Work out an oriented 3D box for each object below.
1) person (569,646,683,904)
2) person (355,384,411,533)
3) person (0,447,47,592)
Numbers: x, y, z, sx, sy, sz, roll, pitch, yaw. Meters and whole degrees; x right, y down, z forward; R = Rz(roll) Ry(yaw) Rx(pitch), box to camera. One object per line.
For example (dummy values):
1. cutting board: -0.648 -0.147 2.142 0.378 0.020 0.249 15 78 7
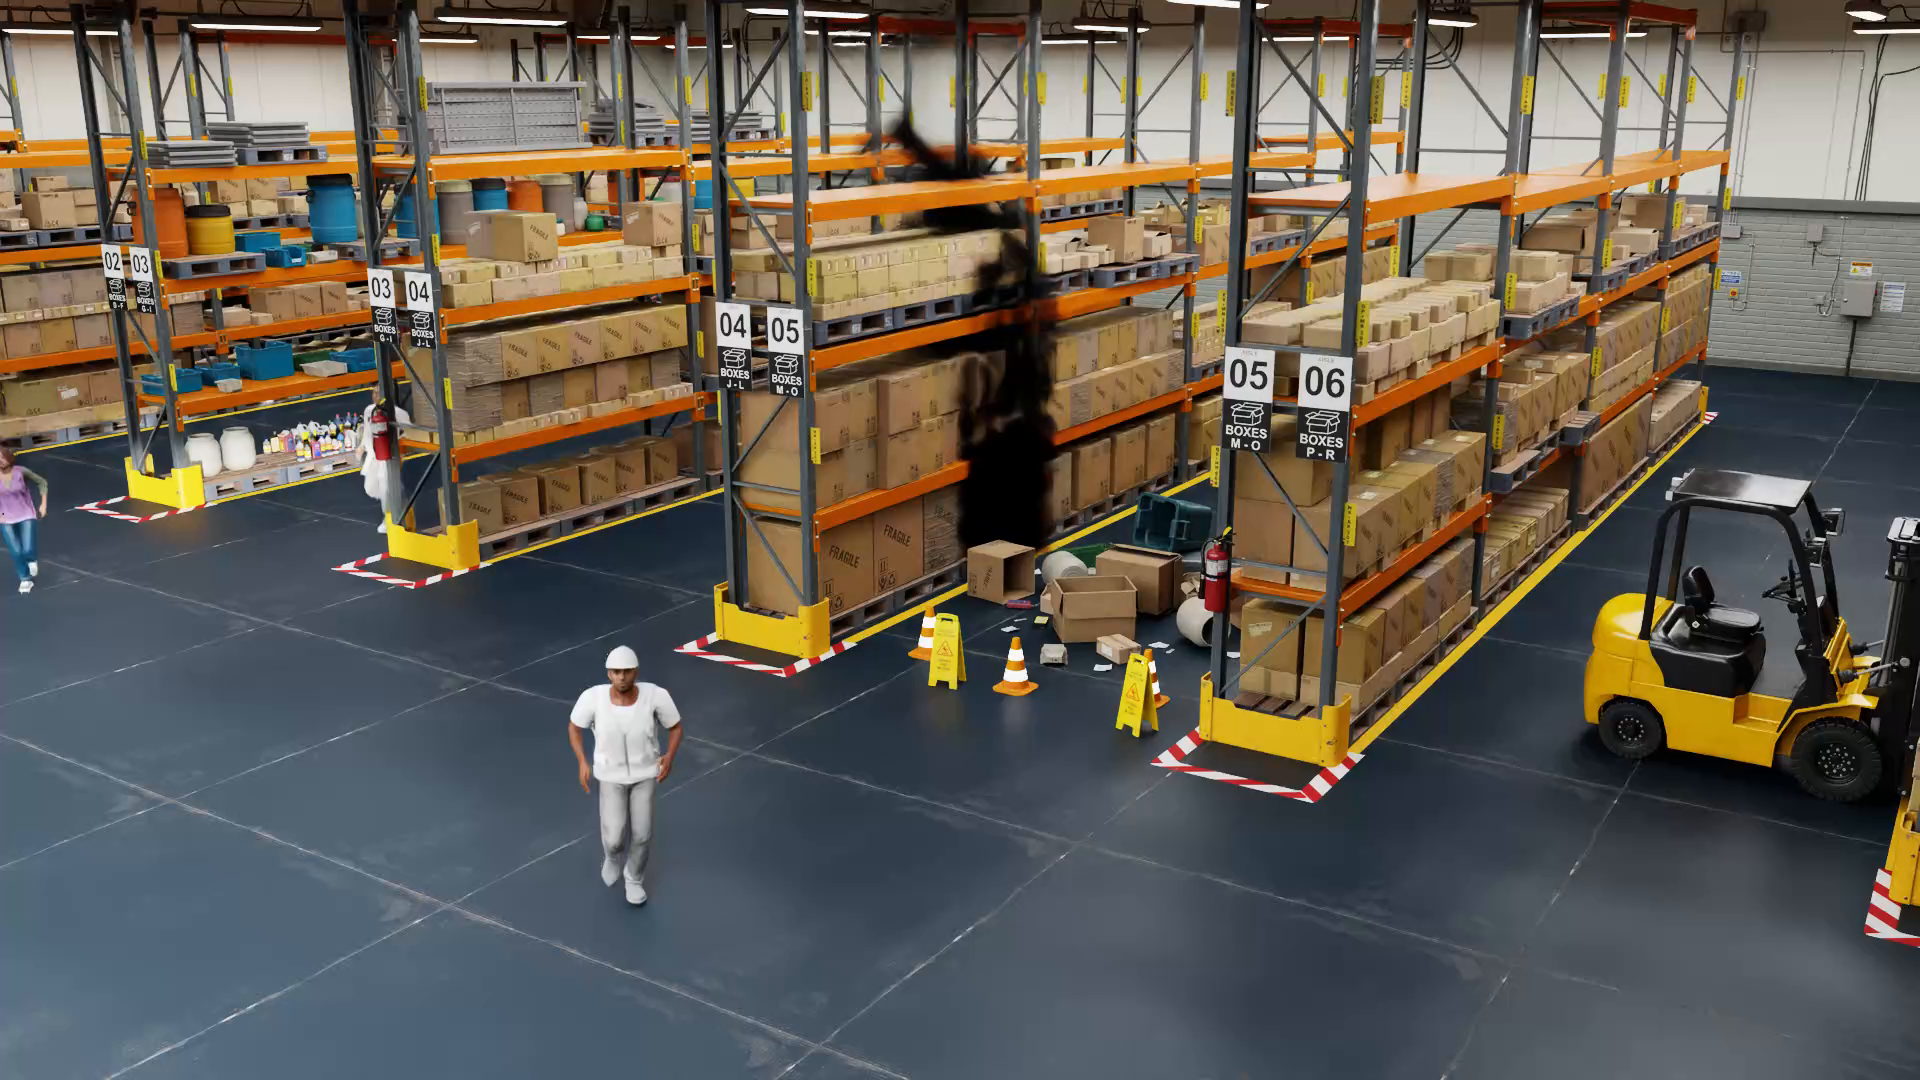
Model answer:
1. person: -2.106 1.500 10.603 0.712 1.730 0.575 -4 16 -14
2. person: -6.732 -0.977 19.537 0.709 1.737 0.640 5 16 19
3. person: -9.642 -0.191 17.023 0.569 1.554 0.599 -5 16 -19
